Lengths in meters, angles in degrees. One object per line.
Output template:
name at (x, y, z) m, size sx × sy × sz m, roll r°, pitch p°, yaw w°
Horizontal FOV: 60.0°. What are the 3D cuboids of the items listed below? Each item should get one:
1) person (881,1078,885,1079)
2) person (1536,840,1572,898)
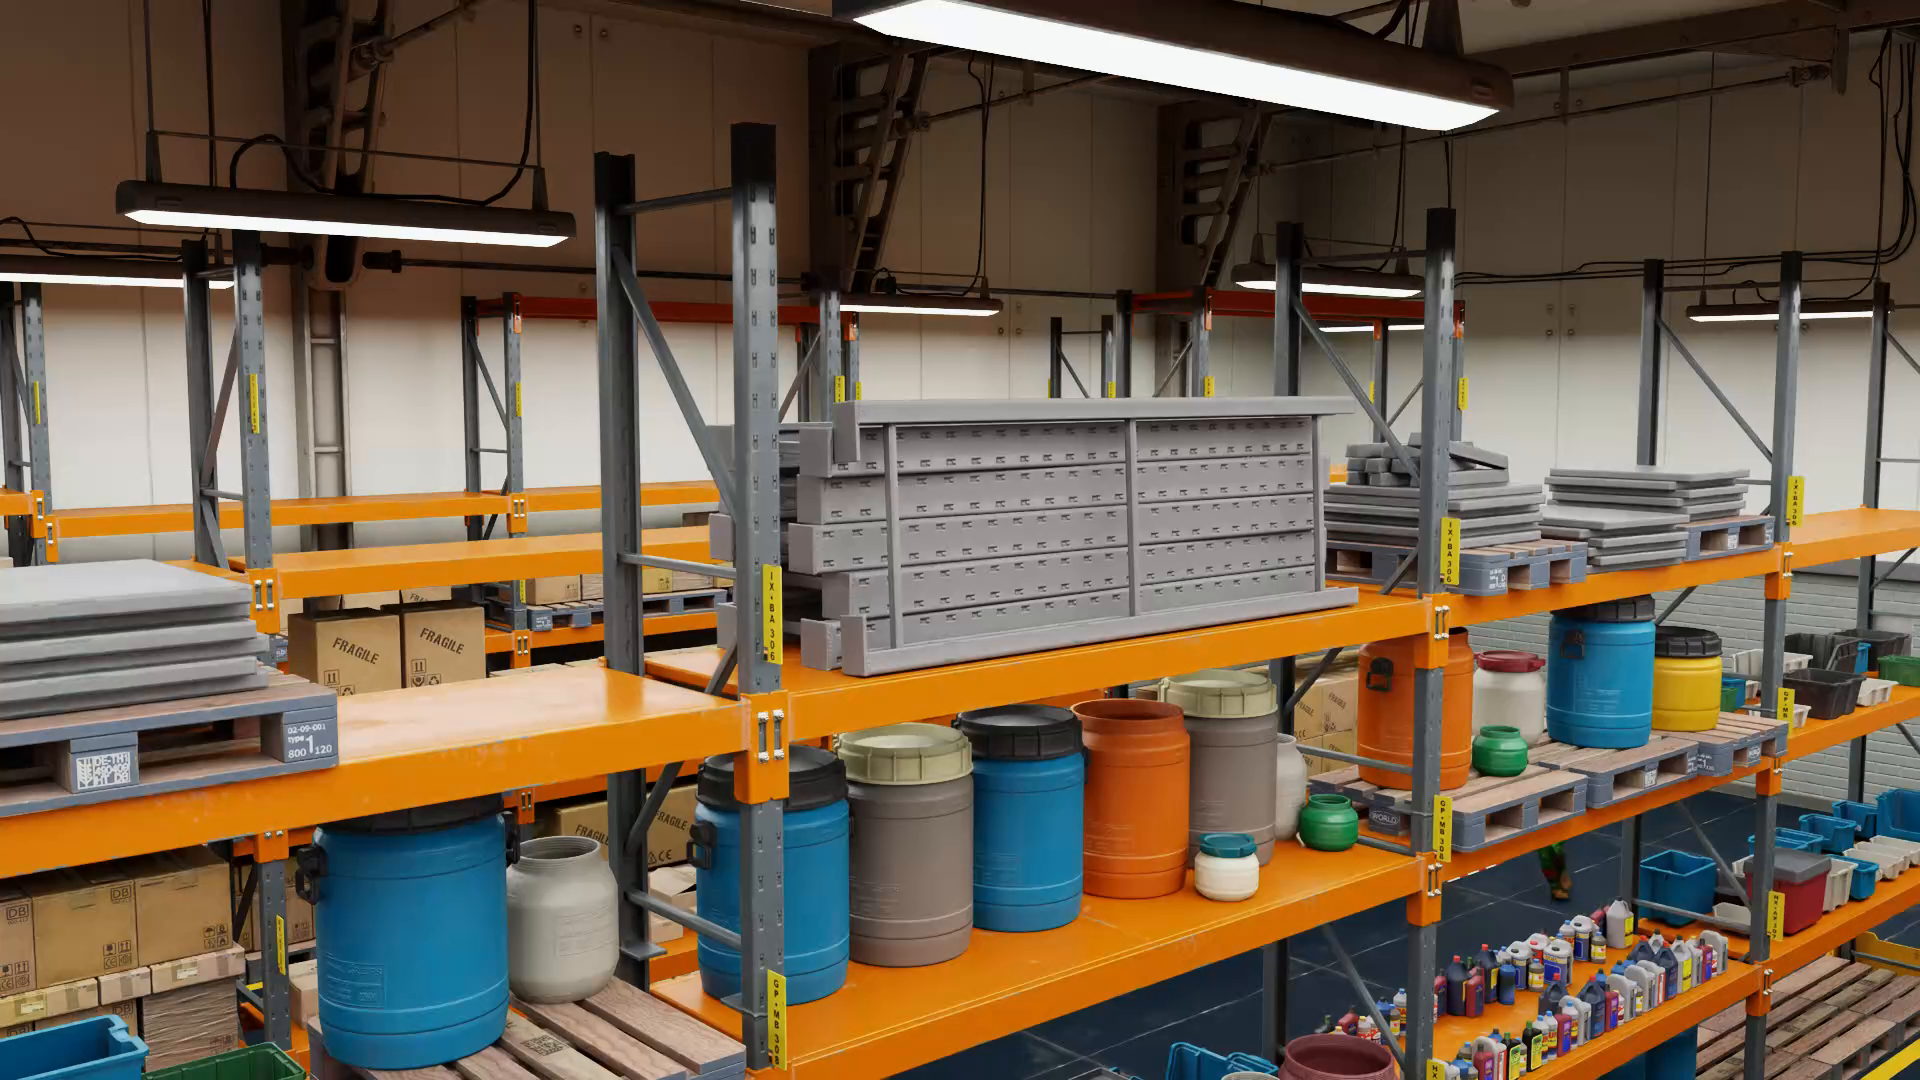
person at (-0.808, 3.427, 9.491) m, size 0.716 × 1.669 × 0.901 m, roll 4°, pitch 7°, yaw 34°
person at (5.813, 2.736, 16.589) m, size 0.706 × 1.713 × 0.599 m, roll 2°, pitch 6°, yaw 18°
